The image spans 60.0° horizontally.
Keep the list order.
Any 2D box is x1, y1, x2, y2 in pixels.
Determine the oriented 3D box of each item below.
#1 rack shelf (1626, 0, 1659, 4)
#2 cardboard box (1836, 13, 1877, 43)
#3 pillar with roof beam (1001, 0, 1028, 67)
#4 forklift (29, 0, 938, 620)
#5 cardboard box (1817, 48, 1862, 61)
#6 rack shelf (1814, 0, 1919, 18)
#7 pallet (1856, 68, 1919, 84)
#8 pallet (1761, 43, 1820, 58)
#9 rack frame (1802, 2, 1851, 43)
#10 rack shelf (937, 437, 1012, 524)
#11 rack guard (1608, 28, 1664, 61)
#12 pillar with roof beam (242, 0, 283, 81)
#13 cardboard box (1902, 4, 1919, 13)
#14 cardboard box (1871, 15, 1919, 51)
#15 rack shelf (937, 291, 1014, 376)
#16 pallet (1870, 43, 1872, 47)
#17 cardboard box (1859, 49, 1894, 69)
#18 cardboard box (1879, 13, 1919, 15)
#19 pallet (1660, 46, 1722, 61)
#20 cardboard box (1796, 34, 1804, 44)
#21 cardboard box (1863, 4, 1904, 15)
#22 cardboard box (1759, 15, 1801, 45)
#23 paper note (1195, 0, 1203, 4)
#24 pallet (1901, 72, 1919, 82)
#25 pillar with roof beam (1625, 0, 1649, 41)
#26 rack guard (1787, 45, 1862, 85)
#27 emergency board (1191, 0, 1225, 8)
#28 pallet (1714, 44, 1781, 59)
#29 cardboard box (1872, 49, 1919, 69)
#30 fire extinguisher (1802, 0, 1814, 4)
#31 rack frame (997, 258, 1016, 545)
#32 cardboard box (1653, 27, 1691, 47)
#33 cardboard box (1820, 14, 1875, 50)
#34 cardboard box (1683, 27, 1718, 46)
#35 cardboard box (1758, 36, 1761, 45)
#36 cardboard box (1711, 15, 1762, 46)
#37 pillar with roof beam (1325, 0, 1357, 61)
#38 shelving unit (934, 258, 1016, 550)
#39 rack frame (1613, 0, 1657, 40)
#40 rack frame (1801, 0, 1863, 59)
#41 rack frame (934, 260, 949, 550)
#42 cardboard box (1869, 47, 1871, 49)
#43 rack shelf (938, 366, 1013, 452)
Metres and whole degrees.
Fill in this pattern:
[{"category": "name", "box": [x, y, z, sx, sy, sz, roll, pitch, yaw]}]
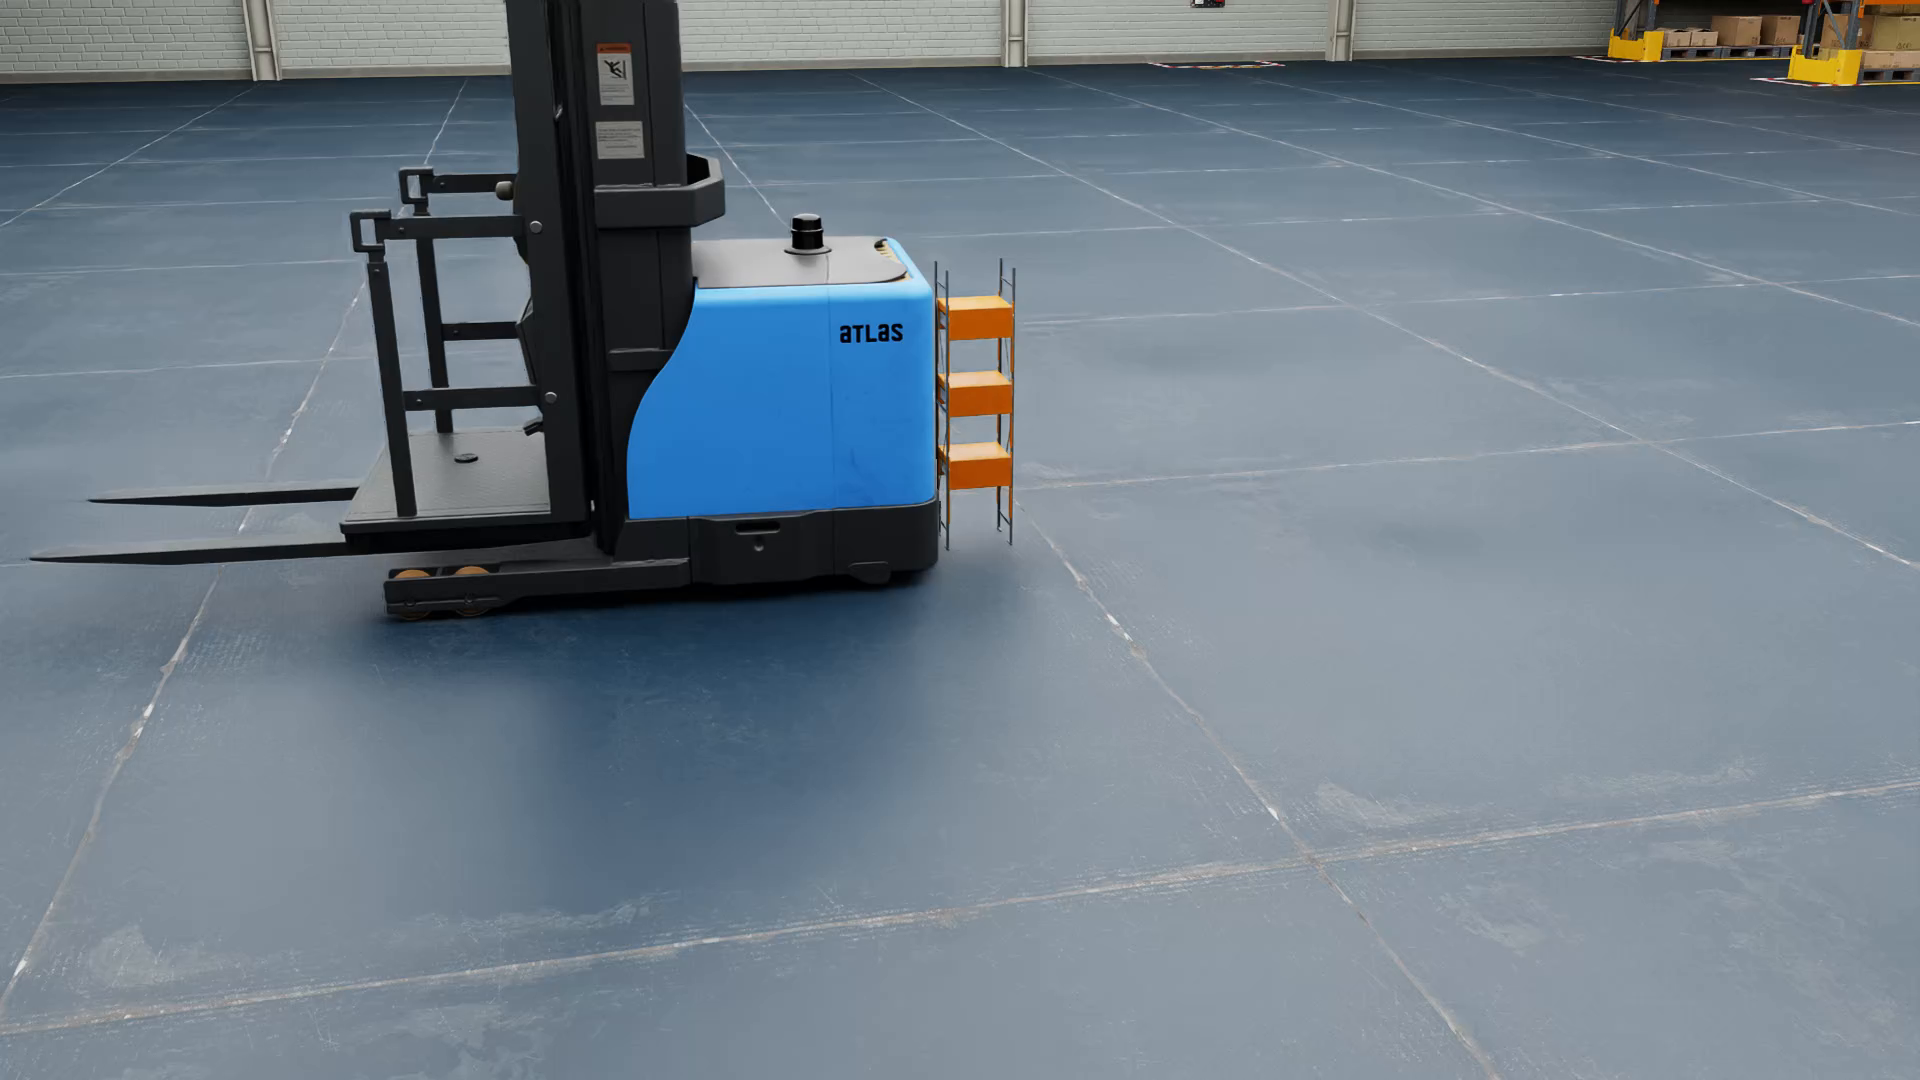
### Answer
[{"category": "rack shelf", "box": [14.066, -9.939, 30.132, 4.000, 0.370, 1.077, -5, 21, -12]}, {"category": "cardboard box", "box": [16.725, -9.532, 30.969, 0.500, 0.500, 0.700, -4, 20, -11]}, {"category": "pillar with roof beam", "box": [1.915, -10.890, 22.960, 0.400, 9.000, 9.100, -5, 21, -12]}, {"category": "forklift", "box": [-1.642, -1.302, 5.609, 3.031, 2.935, 1.130, -3, 20, -9]}, {"category": "cardboard box", "box": [13.717, -7.508, 25.837, 0.500, 0.250, 0.500, -5, 21, -12]}, {"category": "rack shelf", "box": [15.210, -8.281, 25.607, 4.000, 0.370, 1.077, -5, 21, -12]}, {"category": "pallet", "box": [13.998, -7.226, 25.734, 1.213, 0.211, 1.003, -5, 21, -12]}, {"category": "pallet", "box": [15.367, -9.061, 30.743, 1.213, 0.211, 1.003, -5, 21, -12]}, {"category": "rack frame", "box": [16.012, -10.435, 30.441, 0.127, 3.000, 1.000, -5, 21, -12]}, {"category": "rack shelf", "box": [0.052, -0.226, 6.245, 0.240, 0.259, 0.215, -5, 21, -12]}, {"category": "rack guard", "box": [12.194, -8.951, 30.023, 0.348, 0.500, 1.175, -5, 21, -12]}, {"category": "pillar with roof beam", "box": [-9.763, -9.940, 20.367, 0.400, 9.000, 9.100, -5, 21, -12]}, {"category": "cardboard box", "box": [17.658, -9.962, 31.055, 0.500, 0.250, 0.500, -5, 21, -14]}, {"category": "cardboard box", "box": [14.322, -7.727, 25.345, 0.500, 0.500, 0.500, -5, 21, -12]}, {"category": "rack shelf", "box": [0.052, -0.754, 6.052, 0.240, 0.259, 0.215, -5, 21, -12]}, {"category": "pallet", "box": [16.770, -9.188, 31.090, 1.213, 0.211, 1.003, -5, 21, -12]}, {"category": "cardboard box", "box": [13.836, -7.335, 25.364, 0.500, 0.250, 0.500, -5, 21, -12]}, {"category": "cardboard box", "box": [14.686, -7.945, 25.940, 0.500, 0.500, 0.500, -5, 21, -12]}, {"category": "pallet", "box": [12.992, -8.868, 30.216, 1.213, 0.211, 1.003, -5, 21, -12]}, {"category": "cardboard box", "box": [15.499, -9.259, 30.709, 0.250, 0.166, 0.380, -7, 21, -20]}, {"category": "cardboard box", "box": [17.153, -9.920, 30.939, 0.500, 0.250, 0.500, -5, 21, -14]}, {"category": "cardboard box", "box": [15.012, -9.373, 30.534, 0.500, 0.500, 0.500, -6, 21, -17]}, {"category": "paper note", "box": [4.161, -9.401, 28.899, 0.142, 0.148, 0.016, -5, 21, -12]}, {"category": "pallet", "box": [15.183, -7.321, 25.994, 1.213, 0.211, 1.003, -5, 21, -12]}, {"category": "pillar with roof beam", "box": [13.593, -11.840, 25.553, 0.400, 9.000, 9.100, -5, 21, -12]}, {"category": "rack guard", "box": [13.240, -7.285, 25.475, 0.348, 0.500, 1.175, -5, 21, -12]}, {"category": "emergency board", "box": [4.349, -9.806, 28.723, 0.643, 1.169, 0.194, -5, 21, -12]}, {"category": "pallet", "box": [14.177, -8.963, 30.476, 1.213, 0.211, 1.003, -5, 21, -12]}, {"category": "cardboard box", "box": [14.322, -7.376, 25.475, 0.500, 0.250, 0.500, -5, 21, -12]}, {"category": "fire extinguisher", "box": [13.041, -8.571, 25.463, 0.183, 0.674, 0.296, -5, 21, -12]}, {"category": "rack frame", "box": [0.171, -0.507, 6.172, 0.008, 1.050, 0.200, -5, 21, -12]}, {"category": "cardboard box", "box": [12.814, -9.087, 30.031, 0.500, 0.311, 0.500, -7, 21, -19]}, {"category": "cardboard box", "box": [13.717, -7.861, 25.710, 0.500, 0.500, 0.500, -5, 21, -12]}, {"category": "cardboard box", "box": [13.369, -9.132, 30.154, 0.500, 0.311, 0.500, -3, 20, -8]}, {"category": "cardboard box", "box": [14.451, -9.183, 30.528, 0.250, 0.149, 0.380, -6, 21, -17]}, {"category": "cardboard box", "box": [14.094, -9.263, 30.234, 0.500, 0.500, 0.700, -6, 21, -16]}, {"category": "pillar with roof beam", "box": [7.754, -11.365, 24.256, 0.400, 9.000, 9.100, -5, 21, -12]}, {"category": "shelving unit", "box": [0.052, -0.497, 6.146, 0.252, 1.050, 0.215, -5, 21, -12]}, {"category": "rack frame", "box": [12.120, -10.119, 29.577, 0.127, 3.000, 1.000, -5, 21, -12]}, {"category": "rack frame", "box": [13.263, -8.461, 25.051, 0.127, 3.000, 1.000, -5, 21, -12]}, {"category": "rack frame", "box": [-0.067, -0.488, 6.119, 0.008, 1.050, 0.200, -5, 21, -12]}, {"category": "cardboard box", "box": [14.201, -7.552, 25.956, 0.500, 0.250, 0.500, -5, 21, -12]}, {"category": "rack shelf", "box": [0.052, -0.487, 6.149, 0.240, 0.259, 0.215, -5, 21, -12]}]
